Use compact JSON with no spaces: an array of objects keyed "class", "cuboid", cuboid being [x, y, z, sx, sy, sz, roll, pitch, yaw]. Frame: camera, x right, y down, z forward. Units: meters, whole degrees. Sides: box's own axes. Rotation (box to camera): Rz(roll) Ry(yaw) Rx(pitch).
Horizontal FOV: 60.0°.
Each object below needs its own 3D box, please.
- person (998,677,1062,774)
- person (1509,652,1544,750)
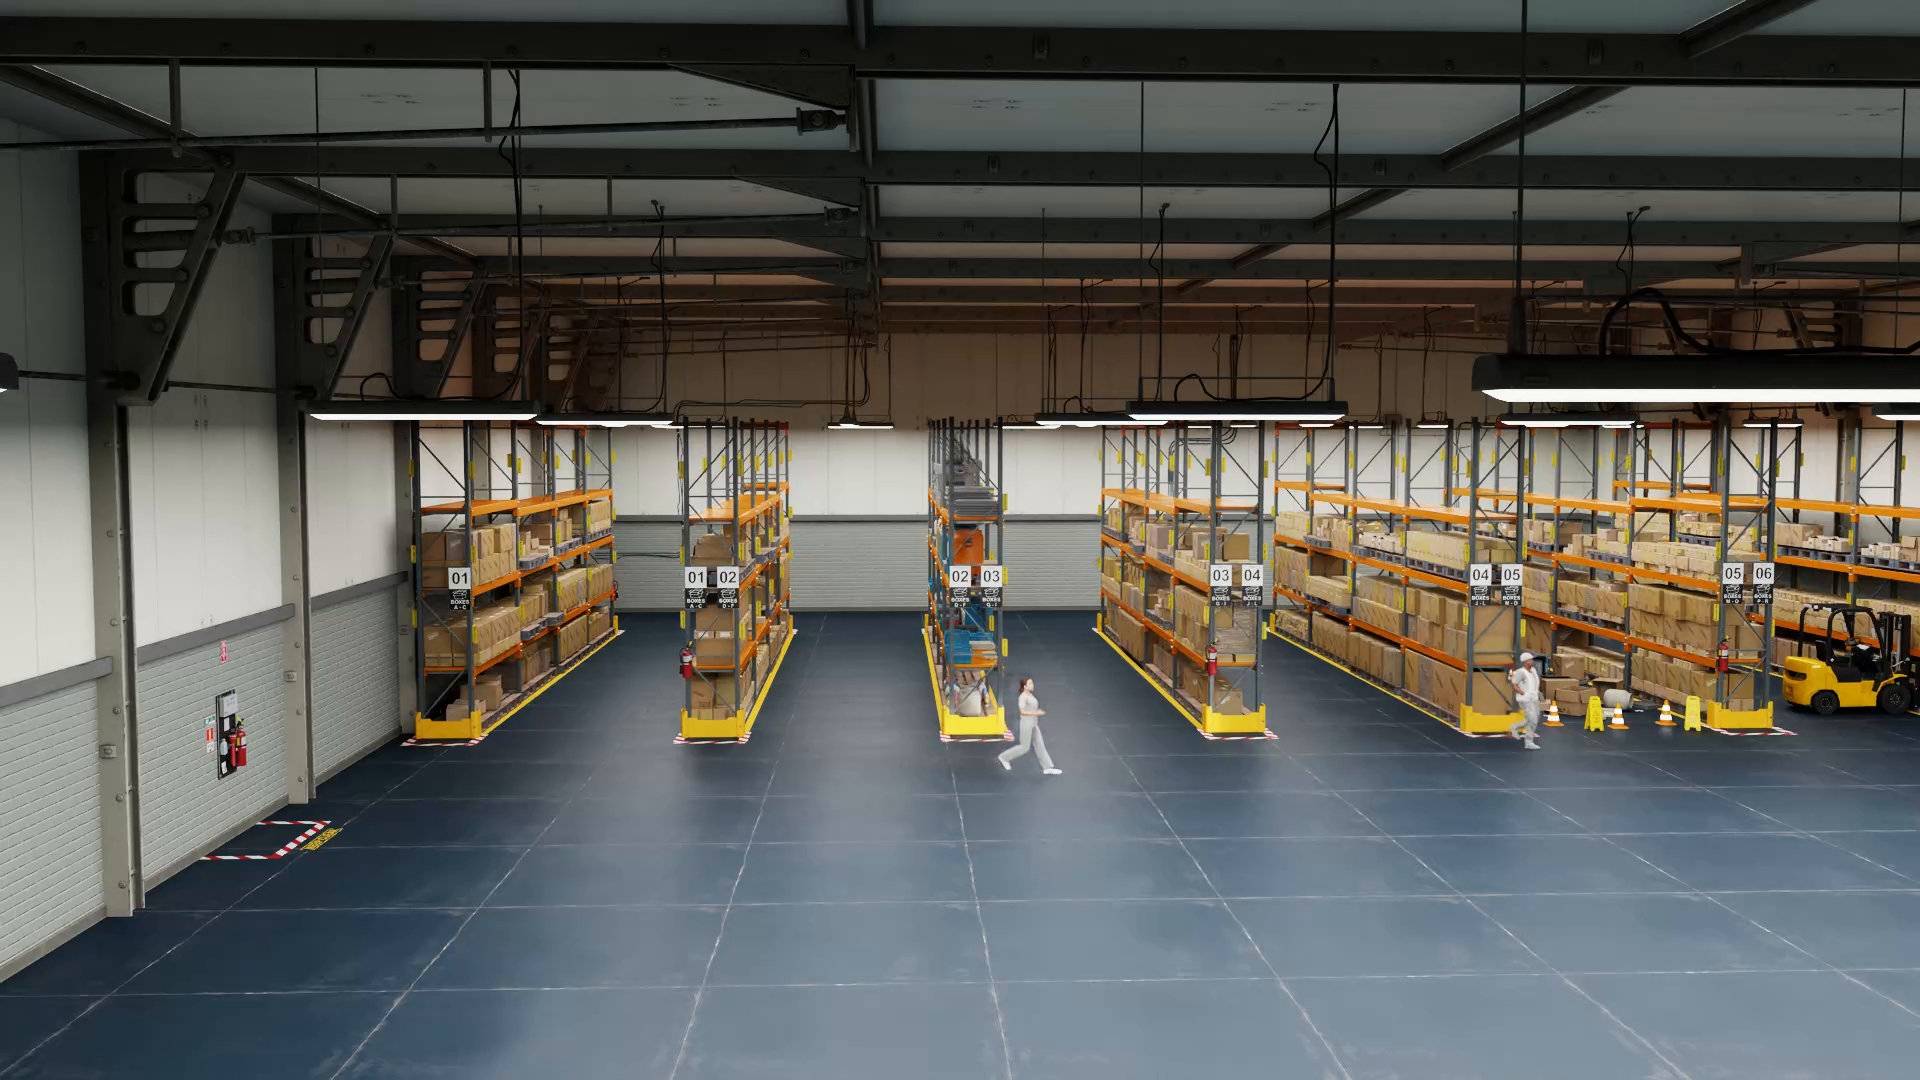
[{"class":"person","cuboid":[1.166,3.068,27.539,1.076,1.606,0.582,2,4,22]},{"class":"person","cuboid":[10.181,2.889,30.007,0.704,1.739,0.674,-3,5,-43]}]
